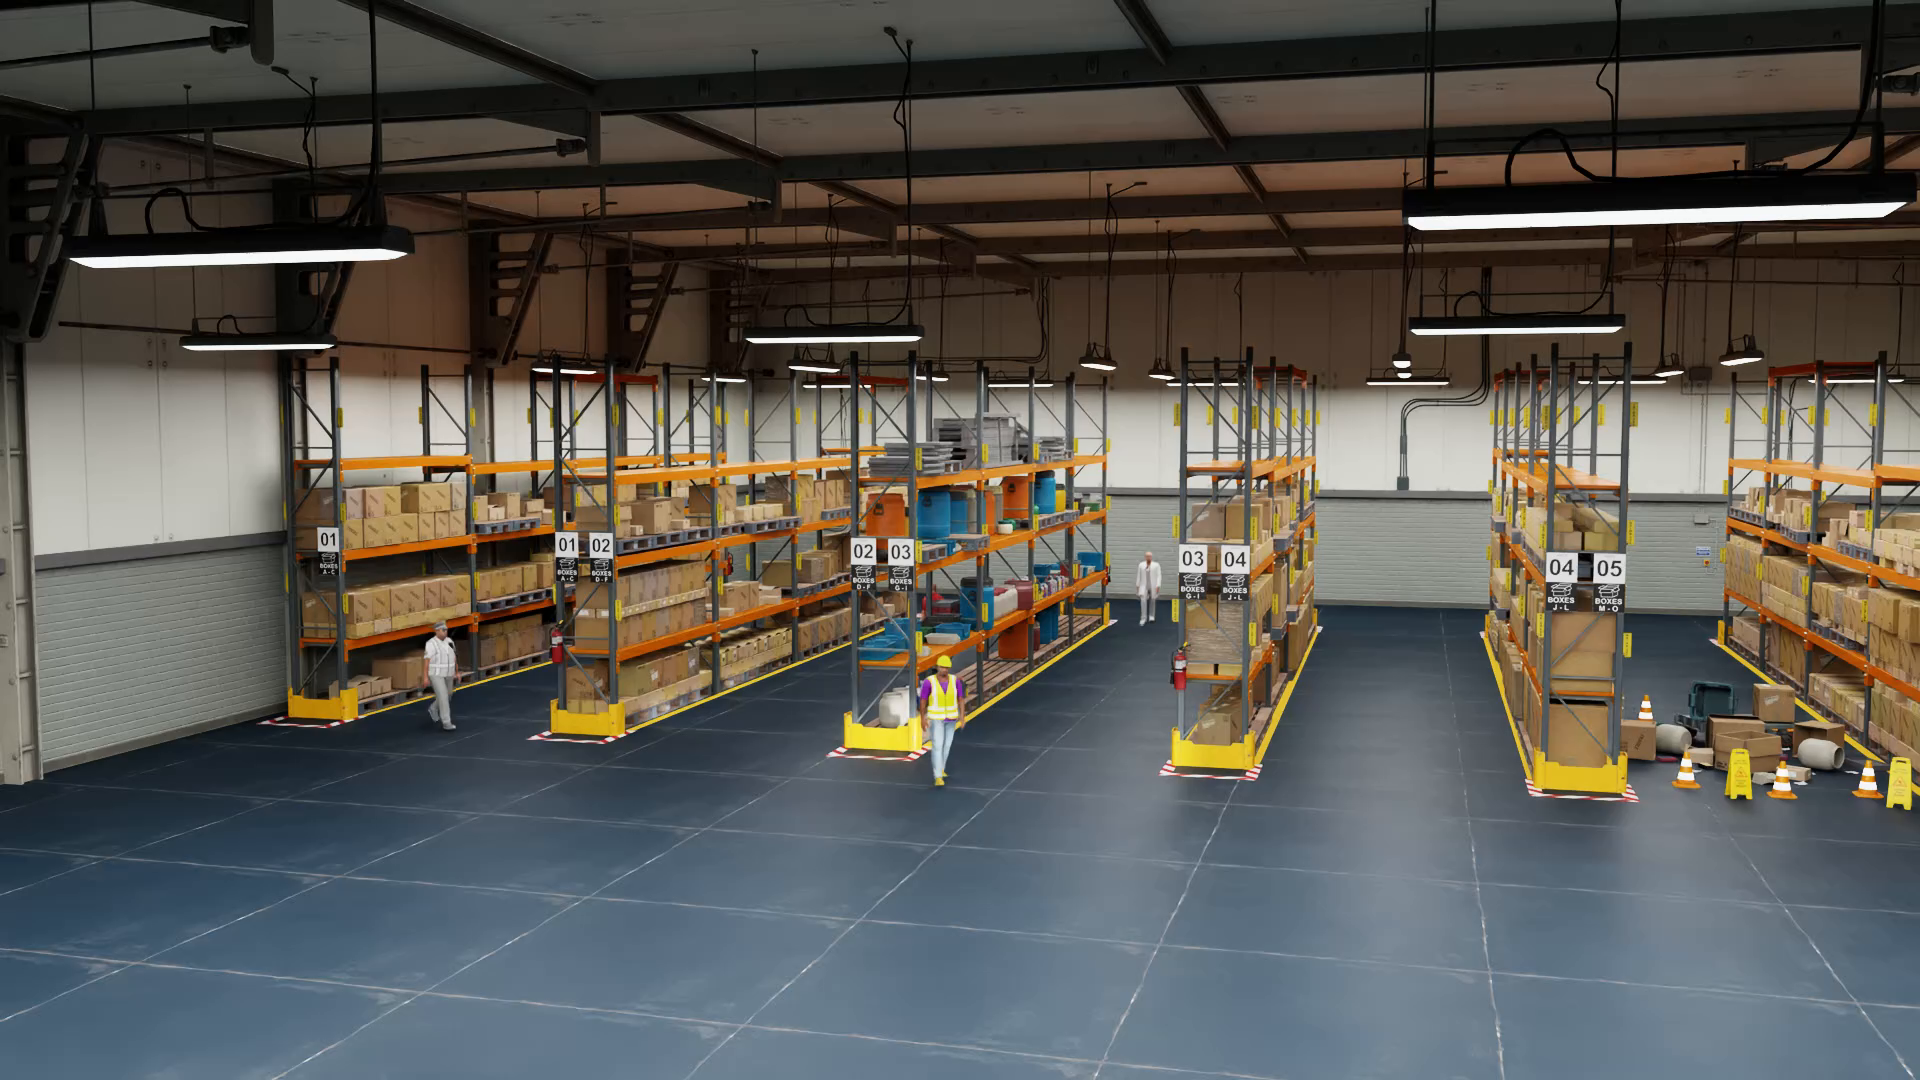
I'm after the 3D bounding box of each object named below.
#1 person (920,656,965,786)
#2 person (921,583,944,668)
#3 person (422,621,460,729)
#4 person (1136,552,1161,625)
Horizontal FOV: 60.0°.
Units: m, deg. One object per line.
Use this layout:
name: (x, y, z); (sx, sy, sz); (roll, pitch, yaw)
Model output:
person: (-0.212, 2.450, 22.761); (0.587, 1.725, 0.929); (-2, 5, -21)
person: (-0.522, 1.711, 32.966); (0.586, 1.725, 0.530); (-3, 5, -35)
person: (-8.390, 2.154, 26.838); (0.969, 1.736, 0.588); (4, 6, 41)
person: (4.580, 1.151, 40.368); (0.612, 1.728, 1.099); (1, 4, 7)
